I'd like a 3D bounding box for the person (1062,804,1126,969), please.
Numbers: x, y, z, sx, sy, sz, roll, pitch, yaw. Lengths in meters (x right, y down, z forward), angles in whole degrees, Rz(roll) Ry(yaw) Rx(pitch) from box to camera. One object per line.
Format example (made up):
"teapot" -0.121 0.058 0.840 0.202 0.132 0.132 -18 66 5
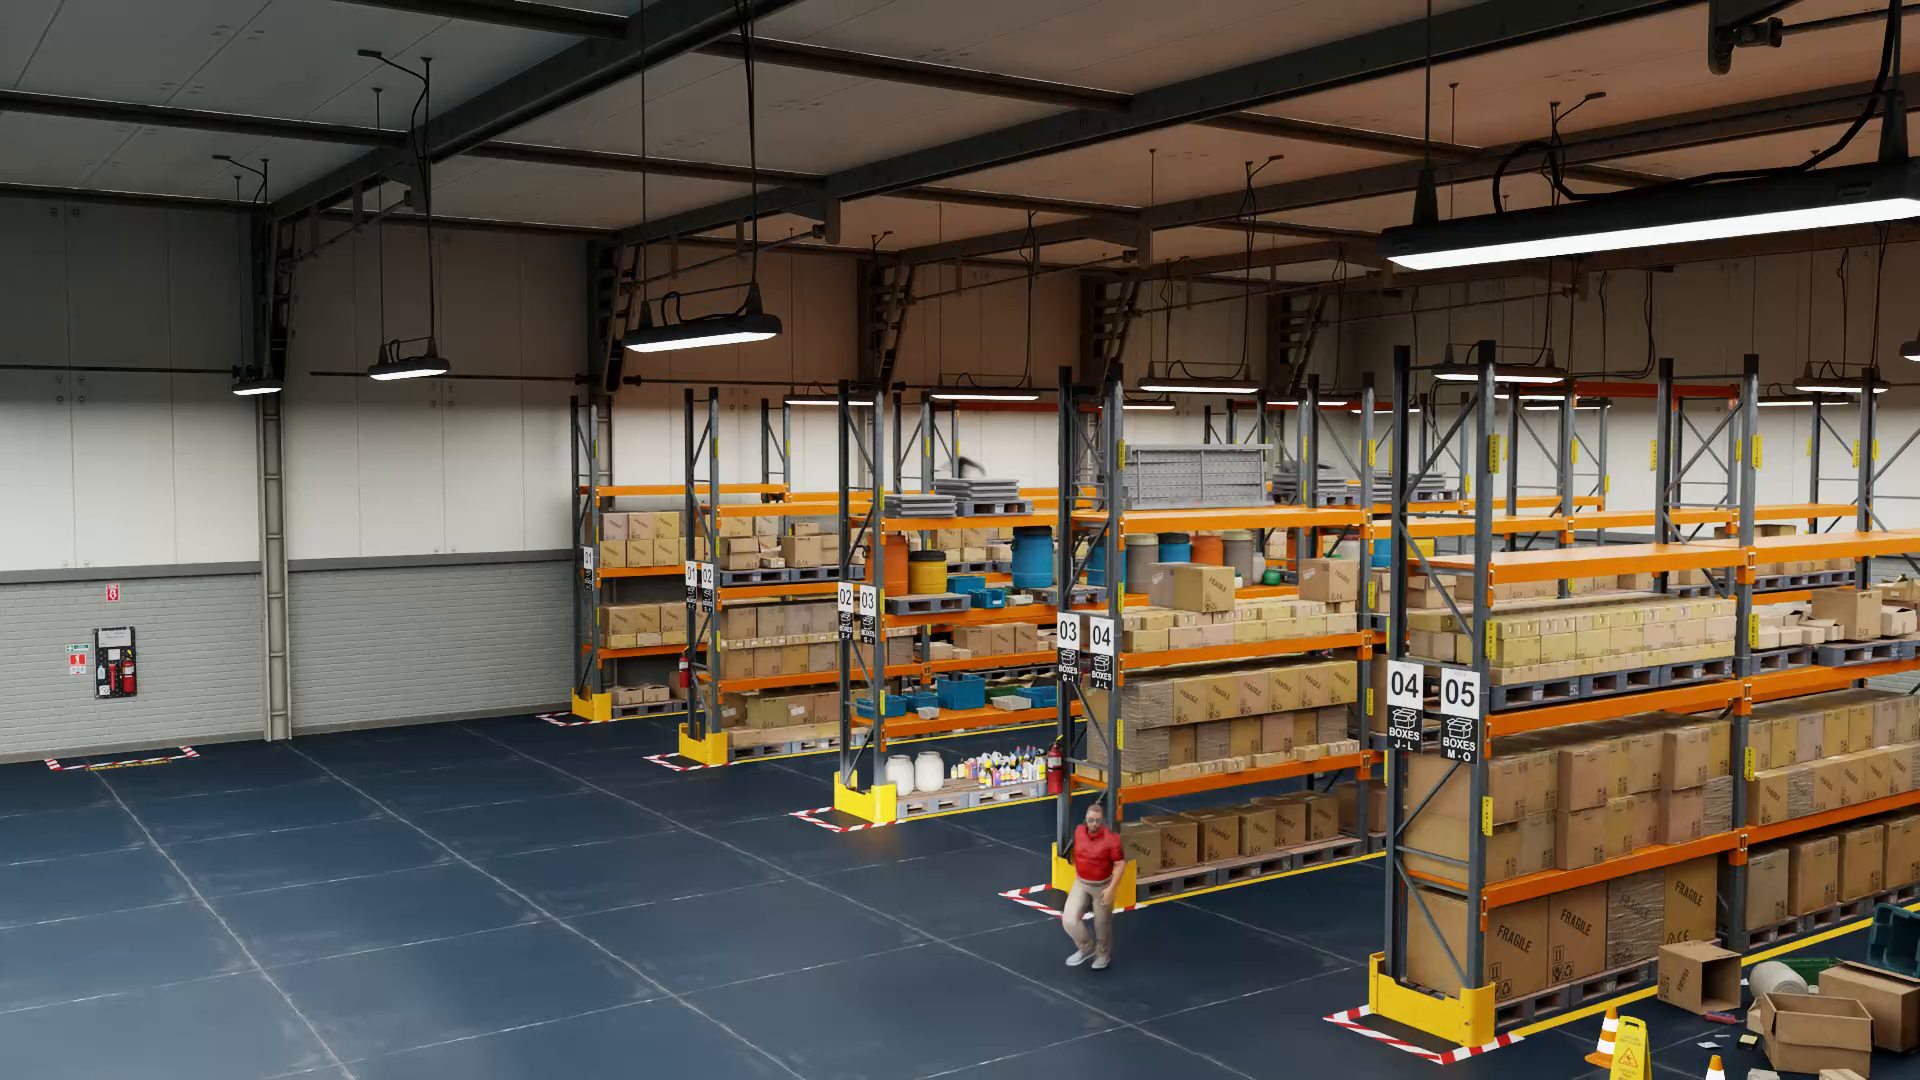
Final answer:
"person" 1.321 3.351 16.049 0.640 1.670 0.744 2 4 26

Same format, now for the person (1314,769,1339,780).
"person" 5.614 2.837 25.342 1.122 1.620 0.651 -2 4 -35
